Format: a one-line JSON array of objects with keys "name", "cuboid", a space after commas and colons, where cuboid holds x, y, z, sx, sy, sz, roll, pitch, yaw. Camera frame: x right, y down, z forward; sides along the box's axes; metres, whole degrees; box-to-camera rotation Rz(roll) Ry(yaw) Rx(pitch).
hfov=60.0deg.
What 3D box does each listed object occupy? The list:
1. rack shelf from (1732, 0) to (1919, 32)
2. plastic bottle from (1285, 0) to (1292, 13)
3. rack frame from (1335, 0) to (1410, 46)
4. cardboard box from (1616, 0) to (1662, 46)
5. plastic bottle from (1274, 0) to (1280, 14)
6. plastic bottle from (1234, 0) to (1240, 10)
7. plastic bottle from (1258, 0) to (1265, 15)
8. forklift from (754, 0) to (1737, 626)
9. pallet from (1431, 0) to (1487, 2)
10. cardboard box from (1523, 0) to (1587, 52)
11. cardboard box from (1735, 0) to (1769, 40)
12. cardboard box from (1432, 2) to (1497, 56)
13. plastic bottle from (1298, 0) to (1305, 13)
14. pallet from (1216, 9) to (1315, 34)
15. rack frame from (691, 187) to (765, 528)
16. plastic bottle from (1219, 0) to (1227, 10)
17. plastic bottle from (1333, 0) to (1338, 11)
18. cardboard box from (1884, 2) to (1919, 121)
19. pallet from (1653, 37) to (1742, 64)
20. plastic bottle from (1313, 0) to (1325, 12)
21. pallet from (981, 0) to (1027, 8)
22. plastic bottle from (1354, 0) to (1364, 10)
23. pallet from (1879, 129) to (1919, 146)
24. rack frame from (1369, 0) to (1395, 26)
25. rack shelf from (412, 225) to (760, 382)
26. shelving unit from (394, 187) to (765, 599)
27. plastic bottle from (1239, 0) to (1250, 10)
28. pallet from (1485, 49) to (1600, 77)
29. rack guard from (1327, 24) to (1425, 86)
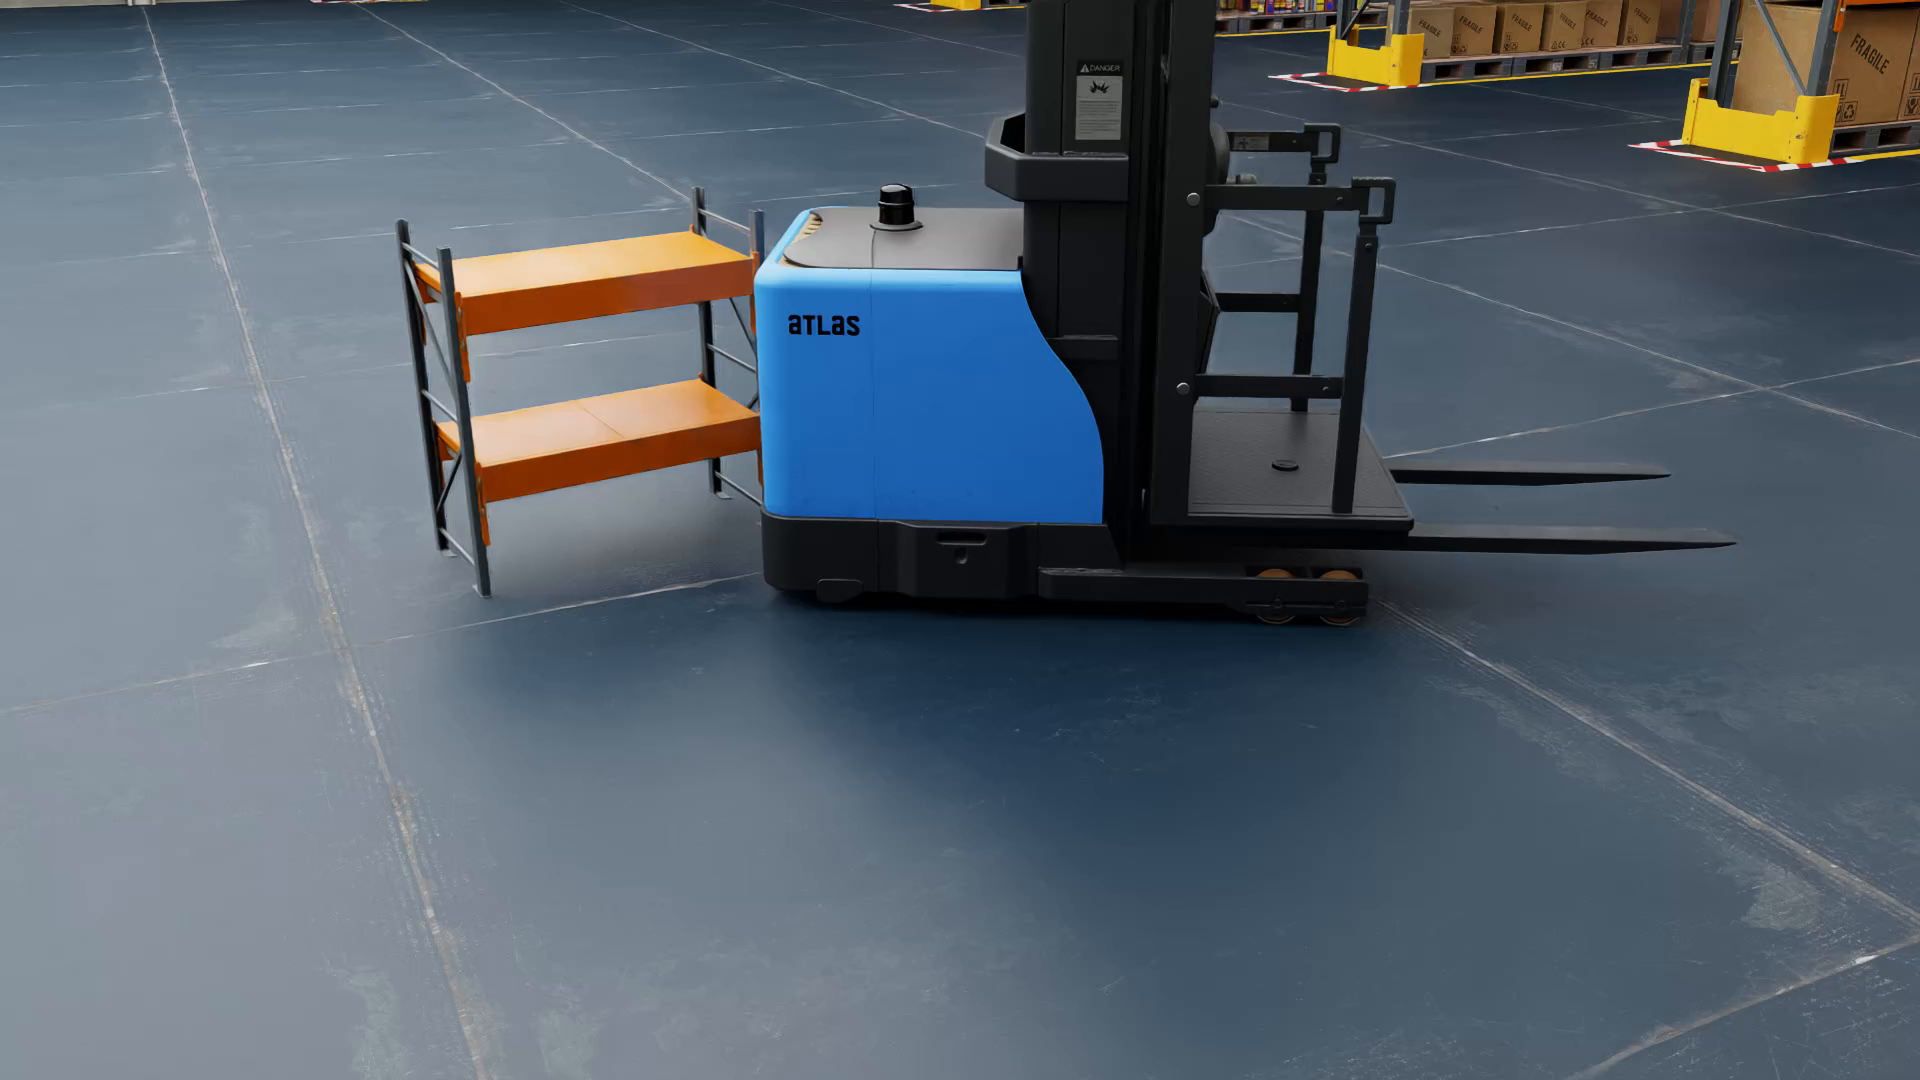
[{"name": "rack shelf", "cuboid": [8.107, -4.471, 13.569, 4.000, 0.370, 1.077, -10, 25, -24]}, {"name": "plastic bottle", "cuboid": [4.353, -7.098, 22.059, 0.097, 0.201, 0.097, 0, 22, 0]}, {"name": "rack frame", "cuboid": [4.244, -6.198, 16.800, 0.127, 3.000, 1.000, -10, 25, -24]}, {"name": "cardboard box", "cuboid": [7.471, -5.848, 18.674, 0.500, 0.500, 0.500, -11, 25, -25]}, {"name": "plastic bottle", "cuboid": [4.174, -7.097, 21.966, 0.097, 0.271, 0.097, 0, 22, 0]}, {"name": "plastic bottle", "cuboid": [3.800, -7.337, 22.540, 0.135, 0.276, 0.152, -10, 25, -23]}, {"name": "plastic bottle", "cuboid": [3.958, -7.025, 21.883, 0.097, 0.201, 0.097, 0, 22, 0]}, {"name": "forklift", "cuboid": [0.914, -1.301, 5.060, 3.031, 2.935, 1.130, 1, 23, 3]}, {"name": "pallet", "cuboid": [7.492, -7.627, 23.900, 1.213, 0.211, 1.003, -10, 25, -24]}, {"name": "cardboard box", "cuboid": [6.433, -5.620, 18.124, 0.500, 0.500, 0.500, -13, 26, -28]}, {"name": "cardboard box", "cuboid": [8.849, -6.076, 19.201, 0.500, 0.500, 0.700, -11, 25, -24]}, {"name": "cardboard box", "cuboid": [5.338, -5.445, 17.702, 0.500, 0.500, 0.500, -4, 23, -10]}, {"name": "plastic bottle", "cuboid": [4.539, -7.132, 22.142, 0.097, 0.201, 0.097, 0, 22, 0]}, {"name": "pallet", "cuboid": [3.976, -6.979, 22.333, 1.213, 0.211, 1.003, -10, 25, -24]}, {"name": "rack frame", "cuboid": [-0.785, -0.624, 5.787, 0.032, 1.125, 0.500, -14, 26, -30]}, {"name": "plastic bottle", "cuboid": [3.561, -7.271, 22.476, 0.097, 0.201, 0.097, 0, 22, 0]}, {"name": "plastic bottle", "cuboid": [5.072, -7.309, 22.374, 0.185, 0.351, 0.144, -12, 25, -26]}, {"name": "cardboard box", "cuboid": [7.679, -3.966, 13.637, 0.875, 0.875, 0.875, -11, 25, -24]}, {"name": "pallet", "cuboid": [8.549, -5.702, 19.250, 1.213, 0.211, 1.003, -10, 25, -24]}, {"name": "plastic bottle", "cuboid": [4.781, -7.256, 22.245, 0.185, 0.351, 0.144, -11, 25, -24]}, {"name": "pallet", "cuboid": [0.622, -8.465, 25.924, 1.213, 0.211, 1.003, -10, 25, -24]}, {"name": "plastic bottle", "cuboid": [5.410, -7.323, 22.495, 0.133, 0.283, 0.061, -9, 24, -21]}, {"name": "pallet", "cuboid": [8.089, -3.543, 14.034, 1.213, 0.211, 1.003, -10, 25, -24]}, {"name": "rack frame", "cuboid": [5.700, -8.568, 22.527, 0.127, 3.000, 1.000, -10, 25, -24]}, {"name": "rack shelf", "cuboid": [-1.213, -0.790, 5.422, 1.000, 0.278, 0.538, -14, 26, -30]}, {"name": "shelving unit", "cuboid": [-1.213, -0.519, 5.534, 1.048, 1.125, 0.538, -14, 26, -30]}, {"name": "plastic bottle", "cuboid": [3.847, -7.304, 22.450, 0.133, 0.283, 0.061, -10, 25, -24]}, {"name": "pallet", "cuboid": [6.158, -5.245, 18.145, 1.213, 0.211, 1.003, -10, 25, -24]}, {"name": "rack guard", "cuboid": [4.313, -5.055, 17.309, 0.348, 0.500, 1.175, -10, 25, -24]}]
